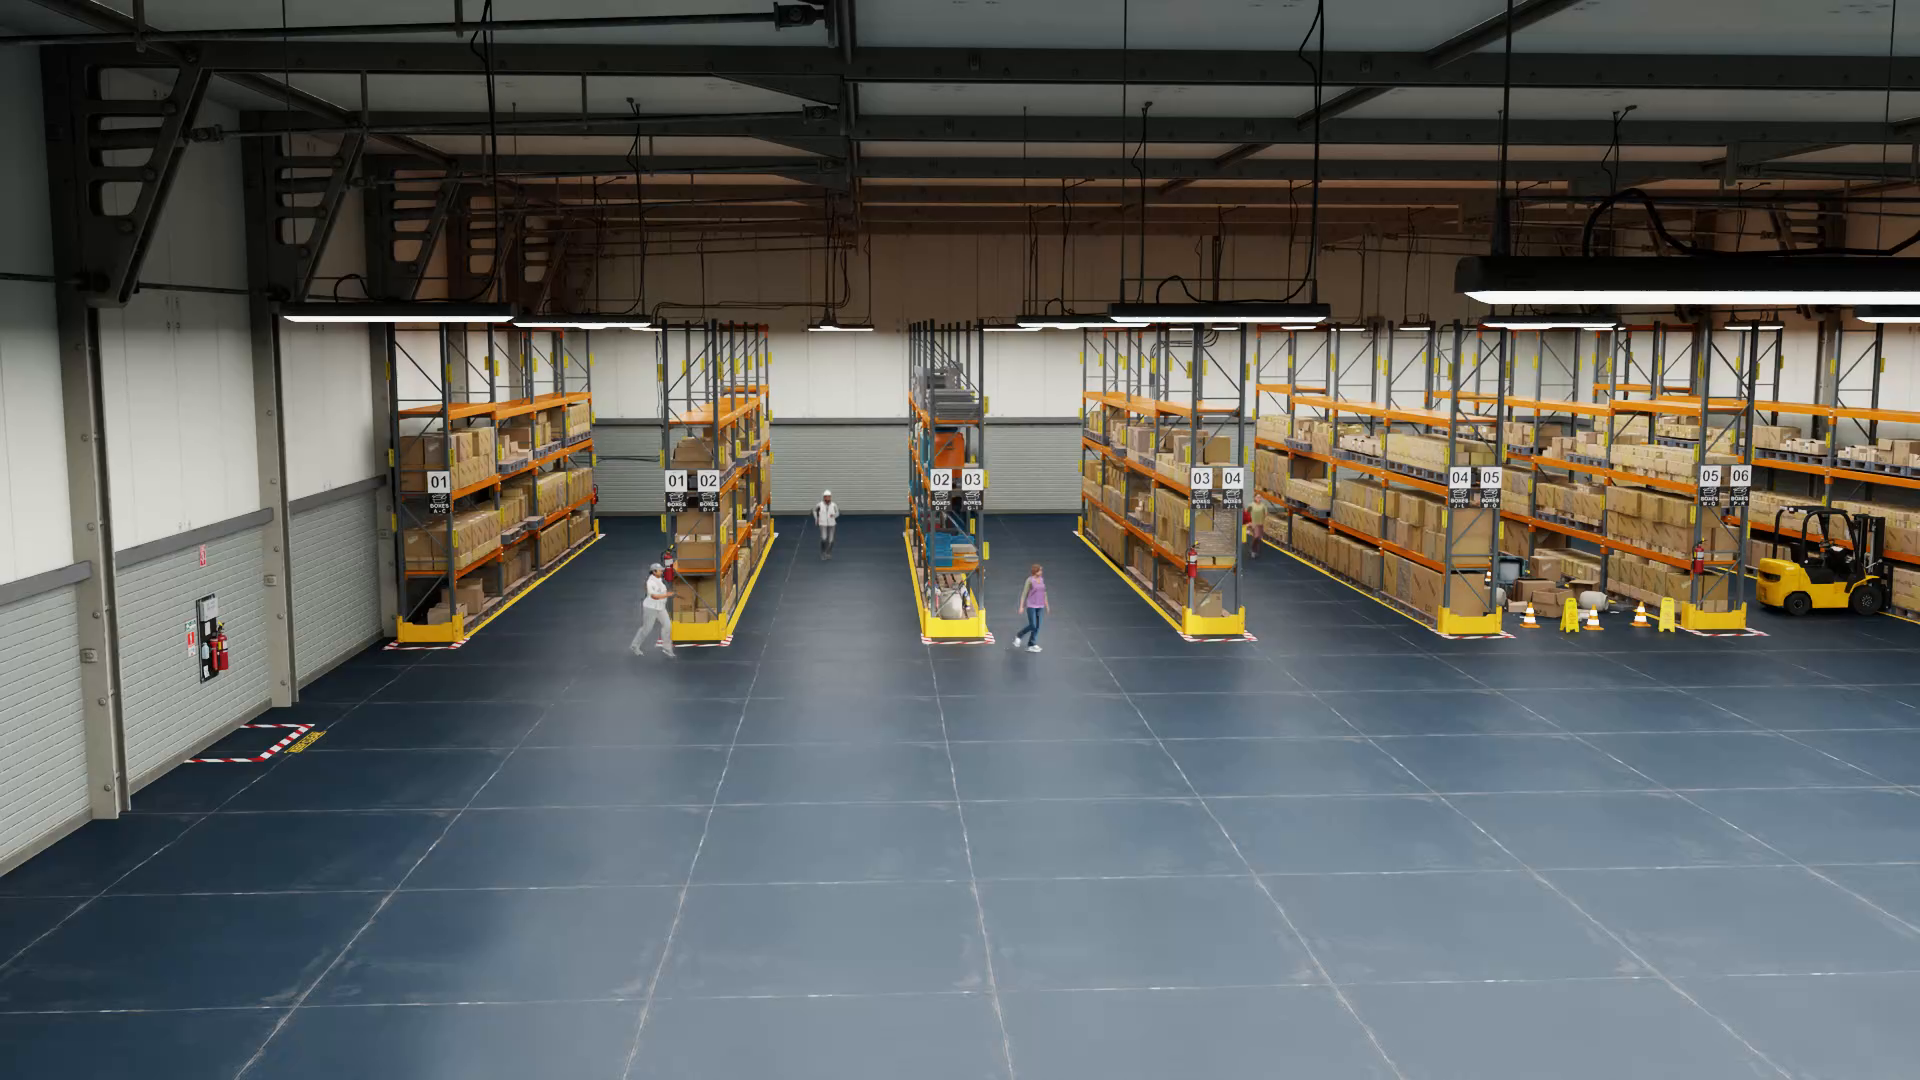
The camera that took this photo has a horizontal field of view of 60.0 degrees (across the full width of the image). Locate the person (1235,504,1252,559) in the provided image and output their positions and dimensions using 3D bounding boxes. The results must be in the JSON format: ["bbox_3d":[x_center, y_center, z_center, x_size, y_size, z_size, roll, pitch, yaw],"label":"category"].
[{"bbox_3d":[7.034,-0.219,42.083,0.706,1.487,1.017,2,7,12],"label":"person"}]

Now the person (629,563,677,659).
[{"bbox_3d":[-5.450,1.256,29.480,0.856,1.712,0.561,2,7,15],"label":"person"}]

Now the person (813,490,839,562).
[{"bbox_3d":[-3.373,-0.354,42.154,0.637,1.801,0.726,-2,7,-13],"label":"person"}]

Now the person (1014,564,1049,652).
[{"bbox_3d":[1.279,1.223,30.078,0.545,1.590,0.520,-6,9,-42],"label":"person"}]

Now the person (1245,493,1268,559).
[{"bbox_3d":[7.619,-0.371,42.660,0.540,1.688,0.689,-2,7,-12],"label":"person"}]
